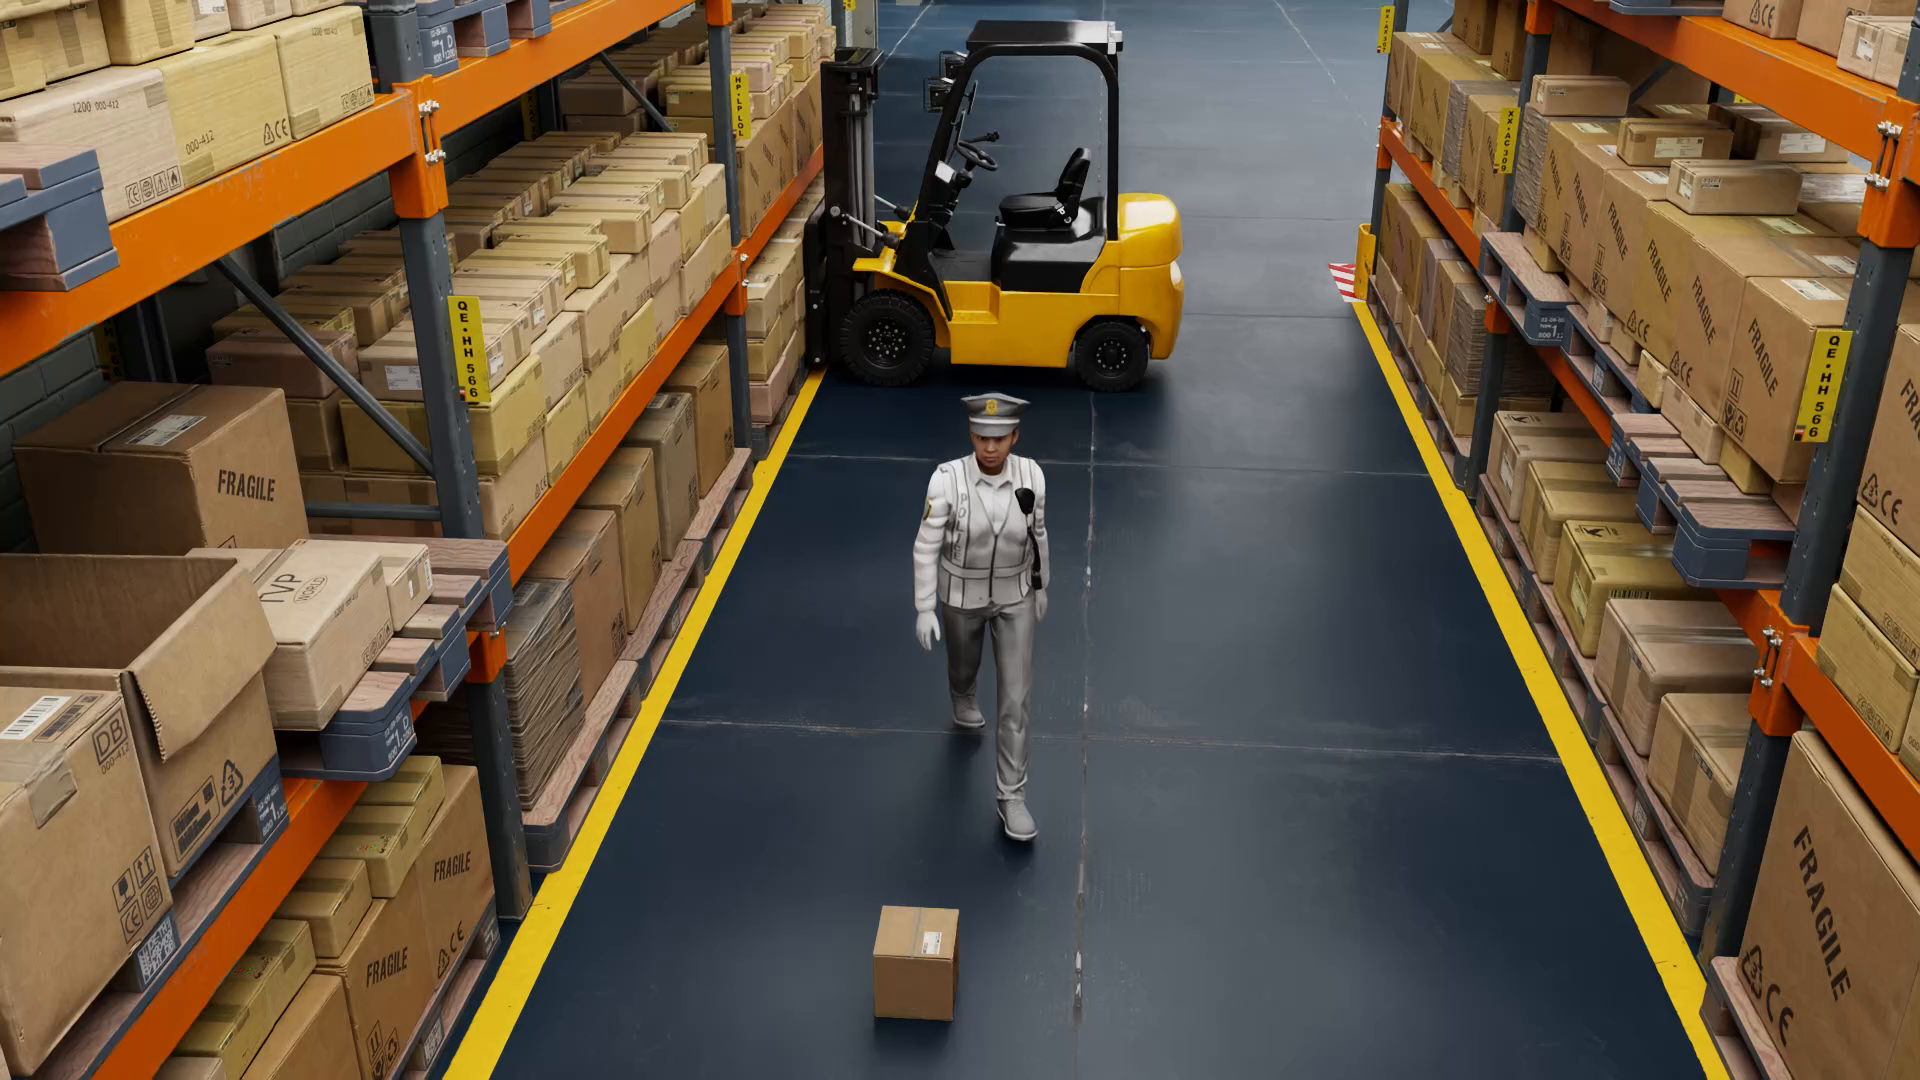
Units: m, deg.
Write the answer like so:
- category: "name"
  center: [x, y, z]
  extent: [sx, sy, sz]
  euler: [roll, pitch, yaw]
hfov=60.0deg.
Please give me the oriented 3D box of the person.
- category: "person"
  center: [0.086, 0.188, 6.178]
  extent: [0.524, 1.637, 1.021]
  euler: [-2, 25, -5]
